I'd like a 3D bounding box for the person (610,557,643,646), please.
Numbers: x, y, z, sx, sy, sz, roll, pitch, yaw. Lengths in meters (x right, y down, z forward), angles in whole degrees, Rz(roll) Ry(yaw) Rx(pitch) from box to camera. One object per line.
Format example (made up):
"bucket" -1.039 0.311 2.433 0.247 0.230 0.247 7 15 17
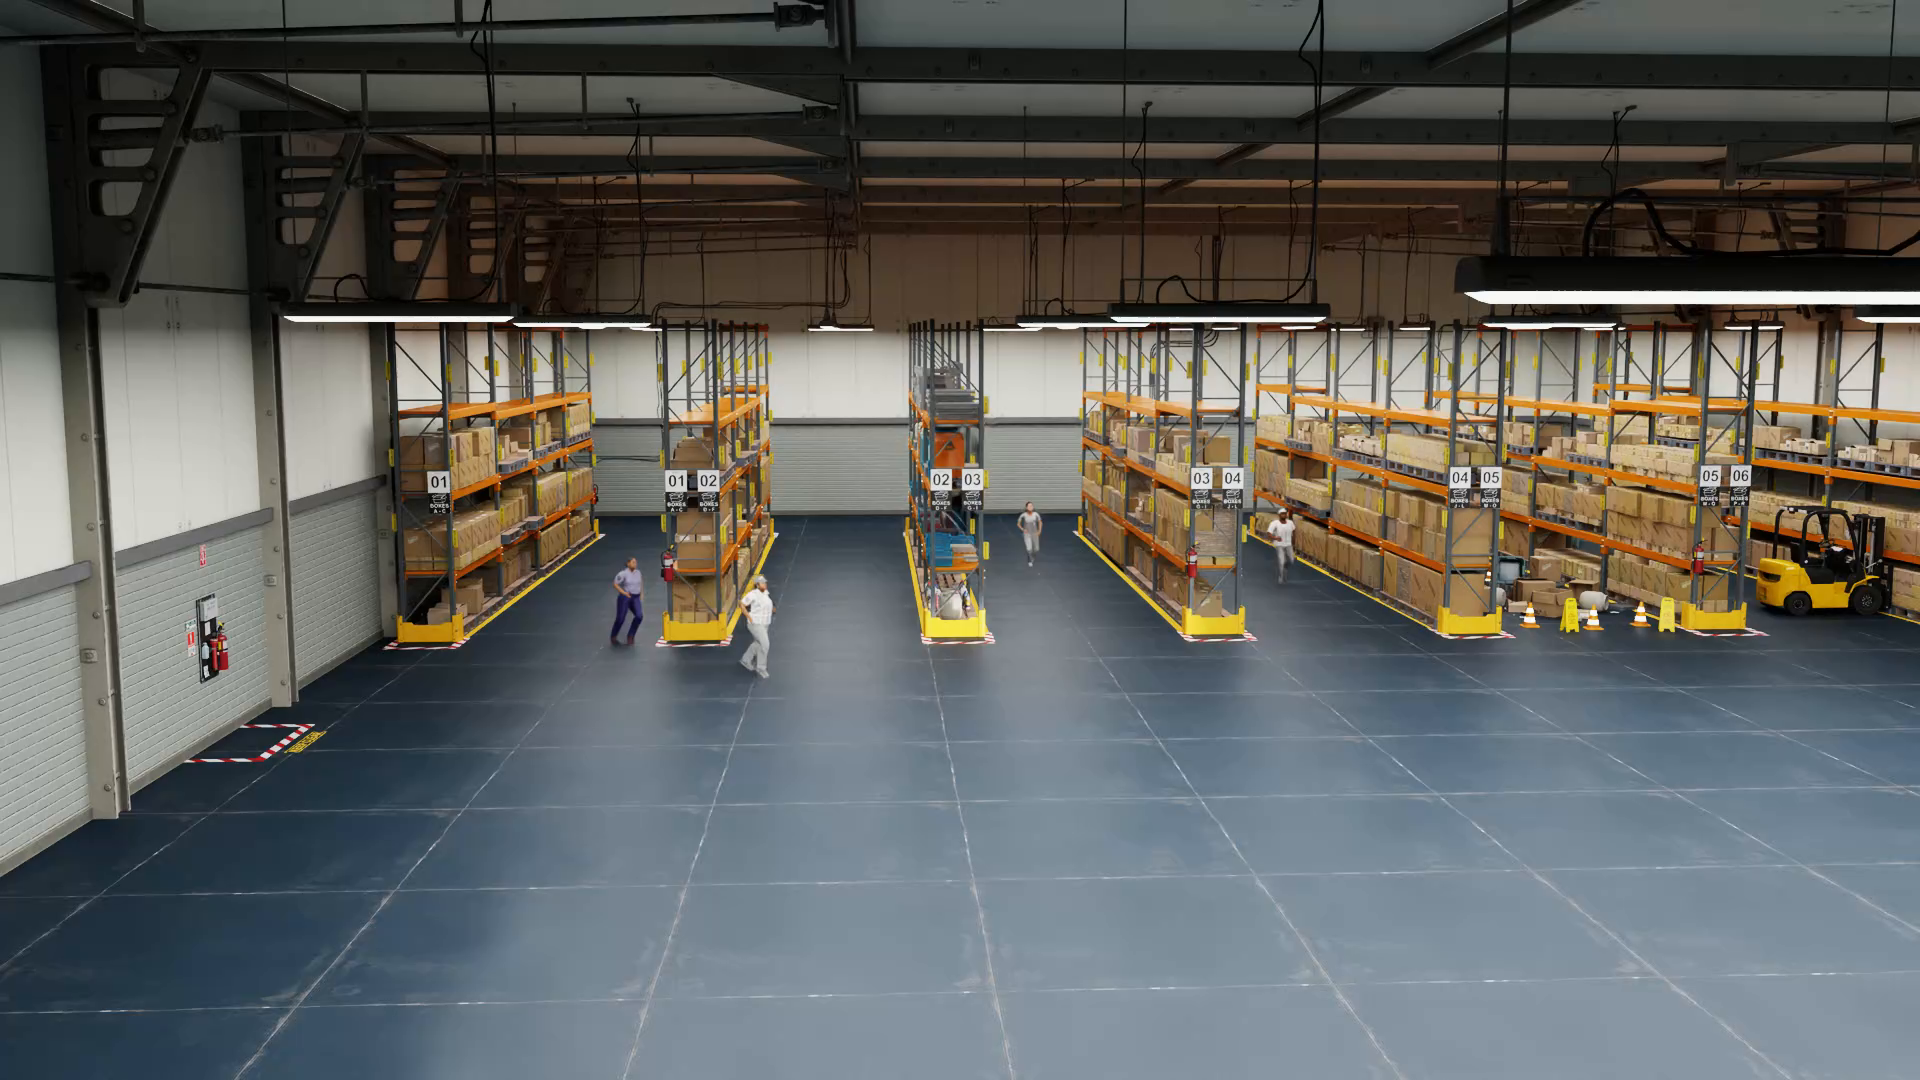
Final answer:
"person" -6.112 1.143 30.823 0.671 1.641 0.641 -5 9 -37

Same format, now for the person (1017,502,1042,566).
"person" 1.655 -0.150 39.241 0.604 1.514 0.634 -1 7 -11

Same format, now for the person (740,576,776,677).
"person" -3.433 1.463 28.091 0.704 1.728 0.627 3 8 26

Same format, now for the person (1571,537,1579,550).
"person" 16.158 -0.554 43.825 0.699 1.739 0.631 -2 7 -12

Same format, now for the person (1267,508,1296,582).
"person" 7.459 0.127 38.359 0.770 1.721 0.526 -2 7 -13
